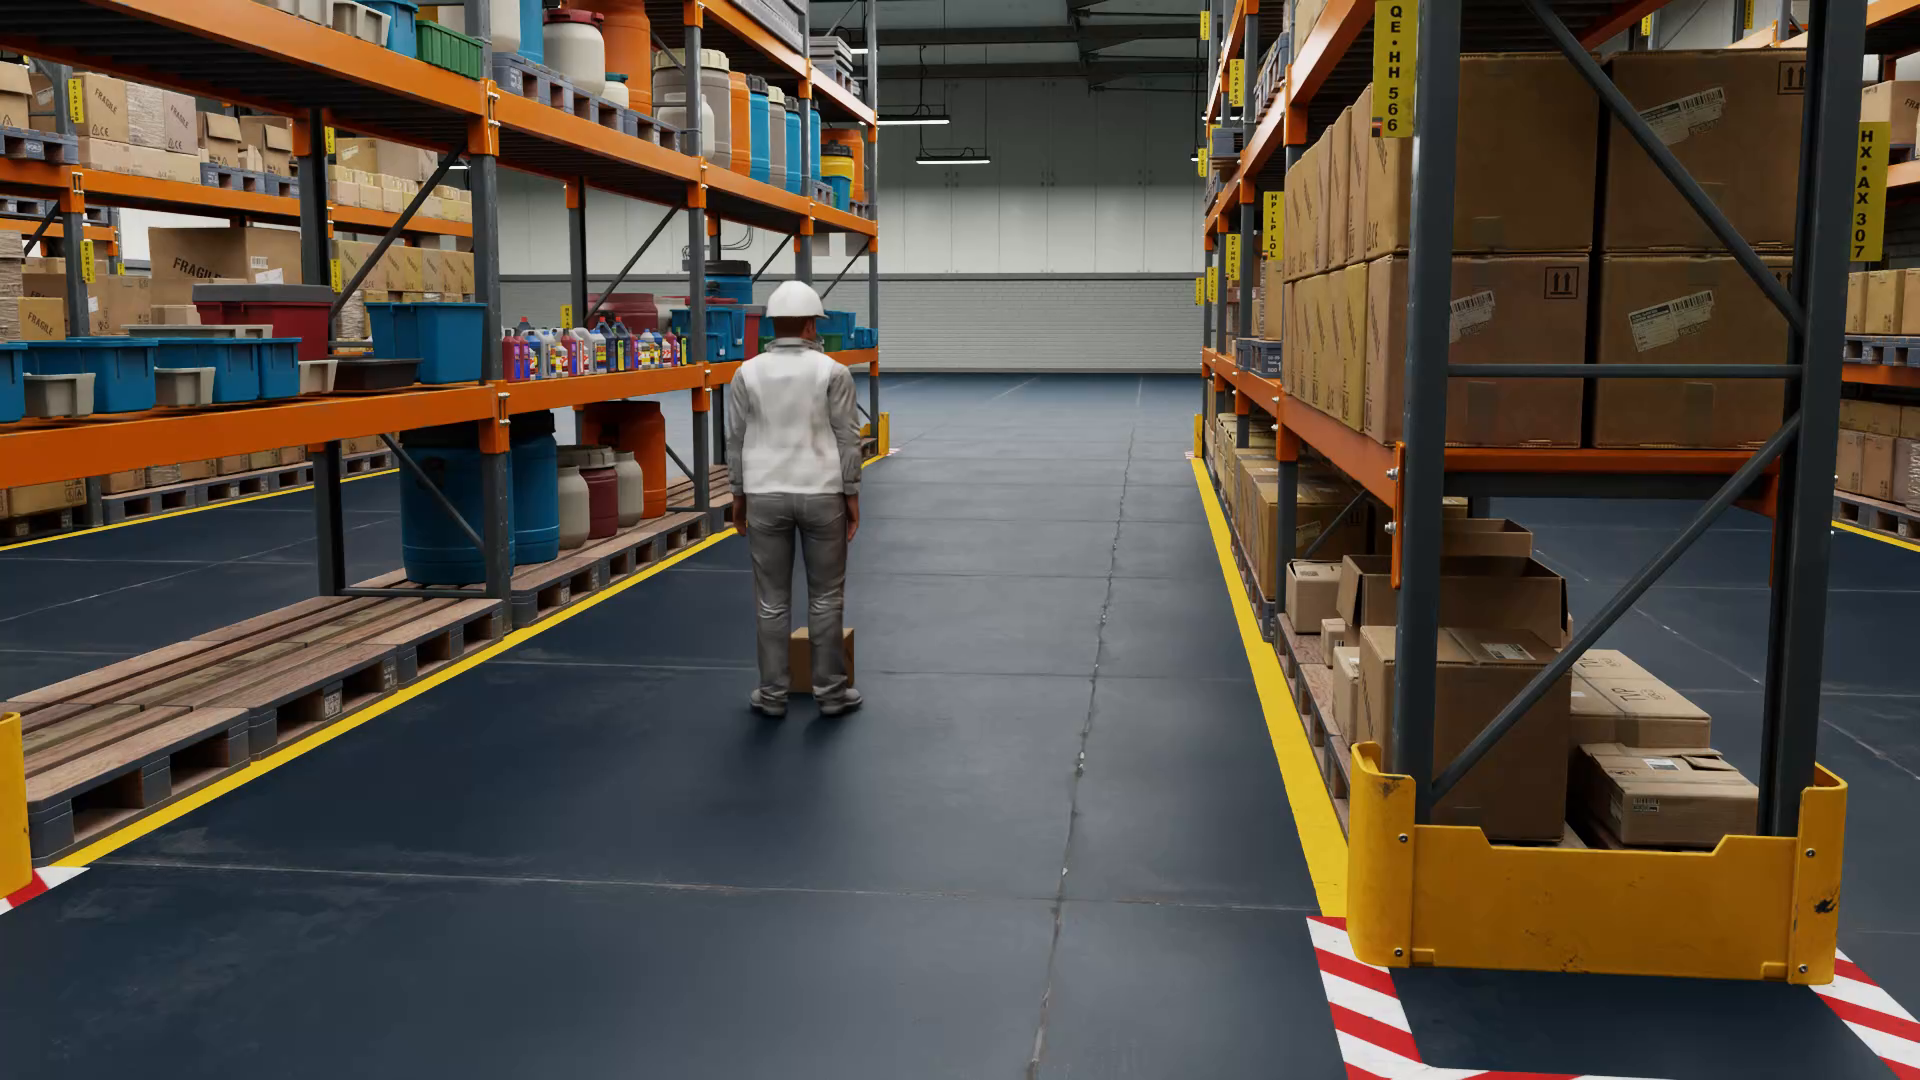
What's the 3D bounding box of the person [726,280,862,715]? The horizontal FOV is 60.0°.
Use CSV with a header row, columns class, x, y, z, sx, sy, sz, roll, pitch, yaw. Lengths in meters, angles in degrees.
class,x,y,z,sx,sy,sz,roll,pitch,yaw
person,-0.678,-0.172,6.849,0.557,1.776,0.358,0,8,0
